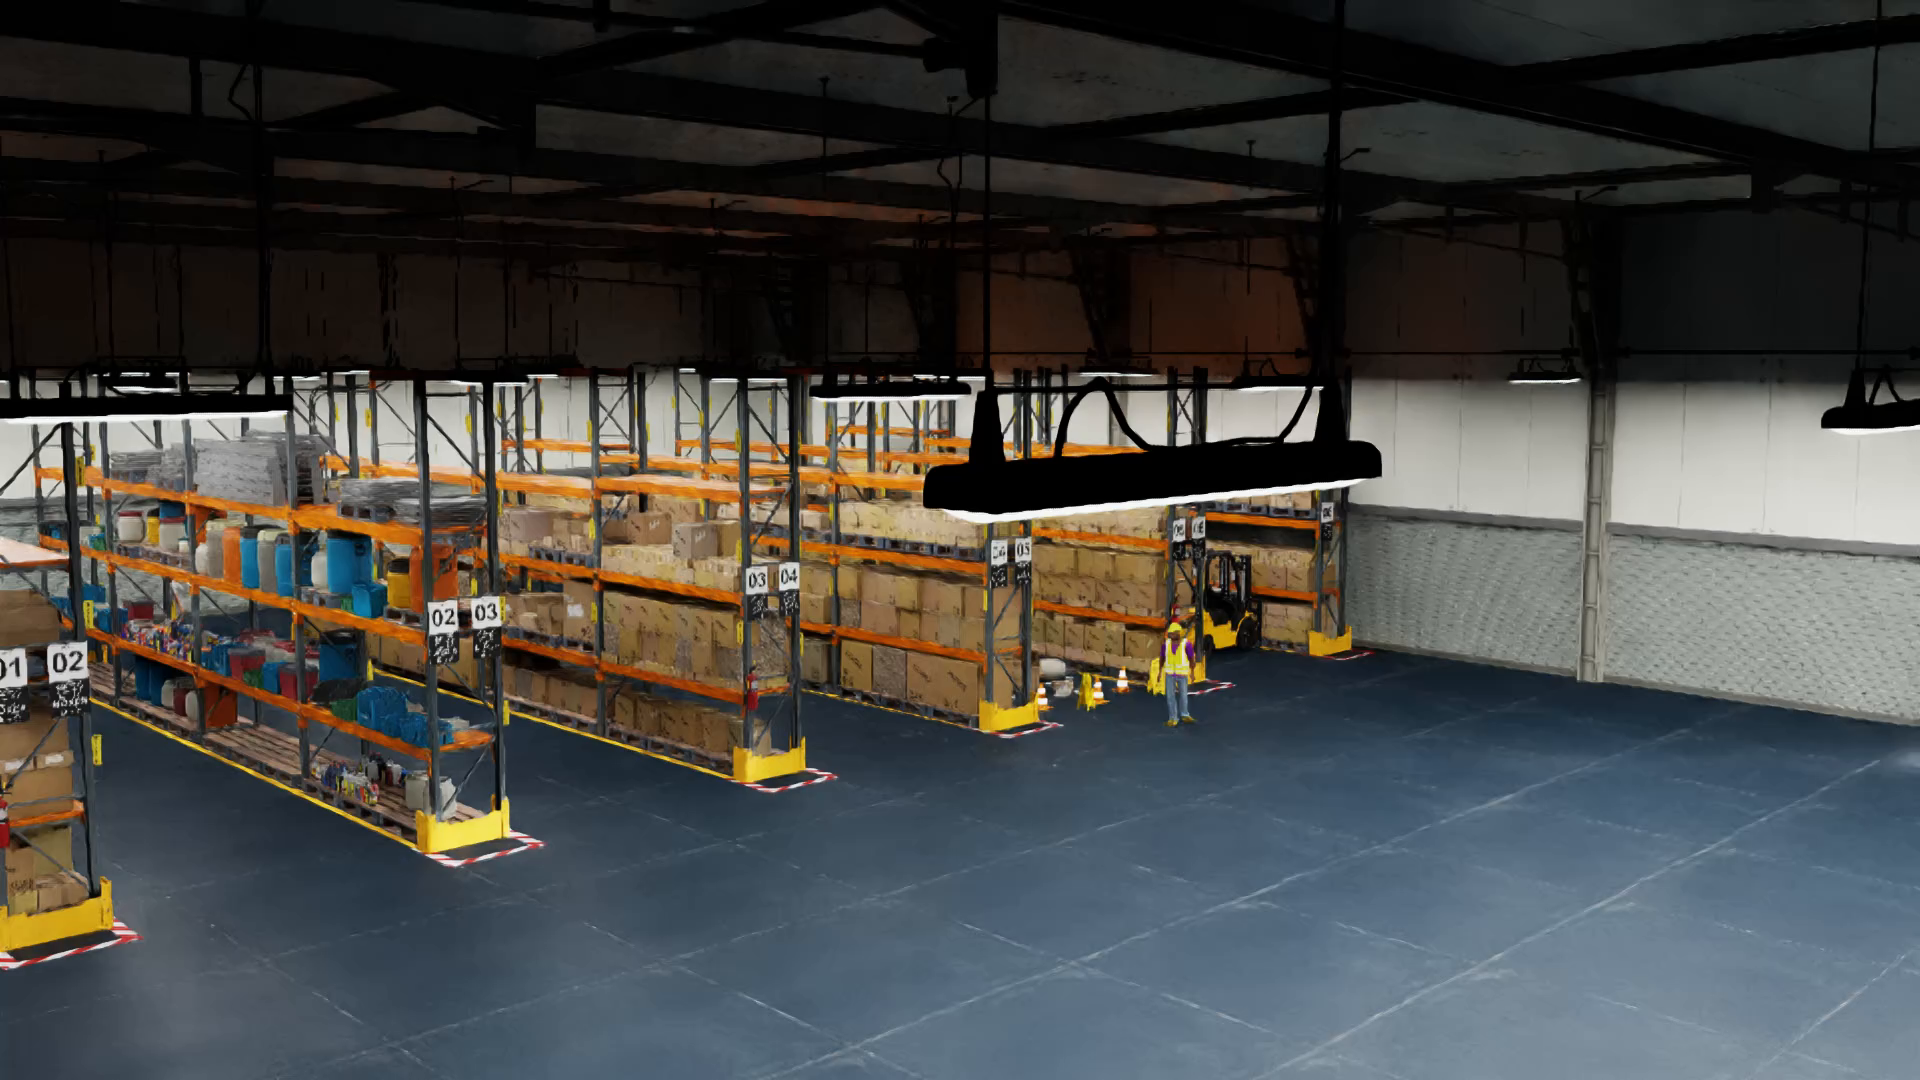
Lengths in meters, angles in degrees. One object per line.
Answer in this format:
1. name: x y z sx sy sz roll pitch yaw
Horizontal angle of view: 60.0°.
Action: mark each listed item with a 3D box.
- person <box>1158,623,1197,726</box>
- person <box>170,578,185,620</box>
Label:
1. person: 3.703 2.270 28.364 0.661 1.760 0.541 2 7 19
2. person: -16.950 1.450 35.905 0.425 1.671 0.644 -2 7 -17
